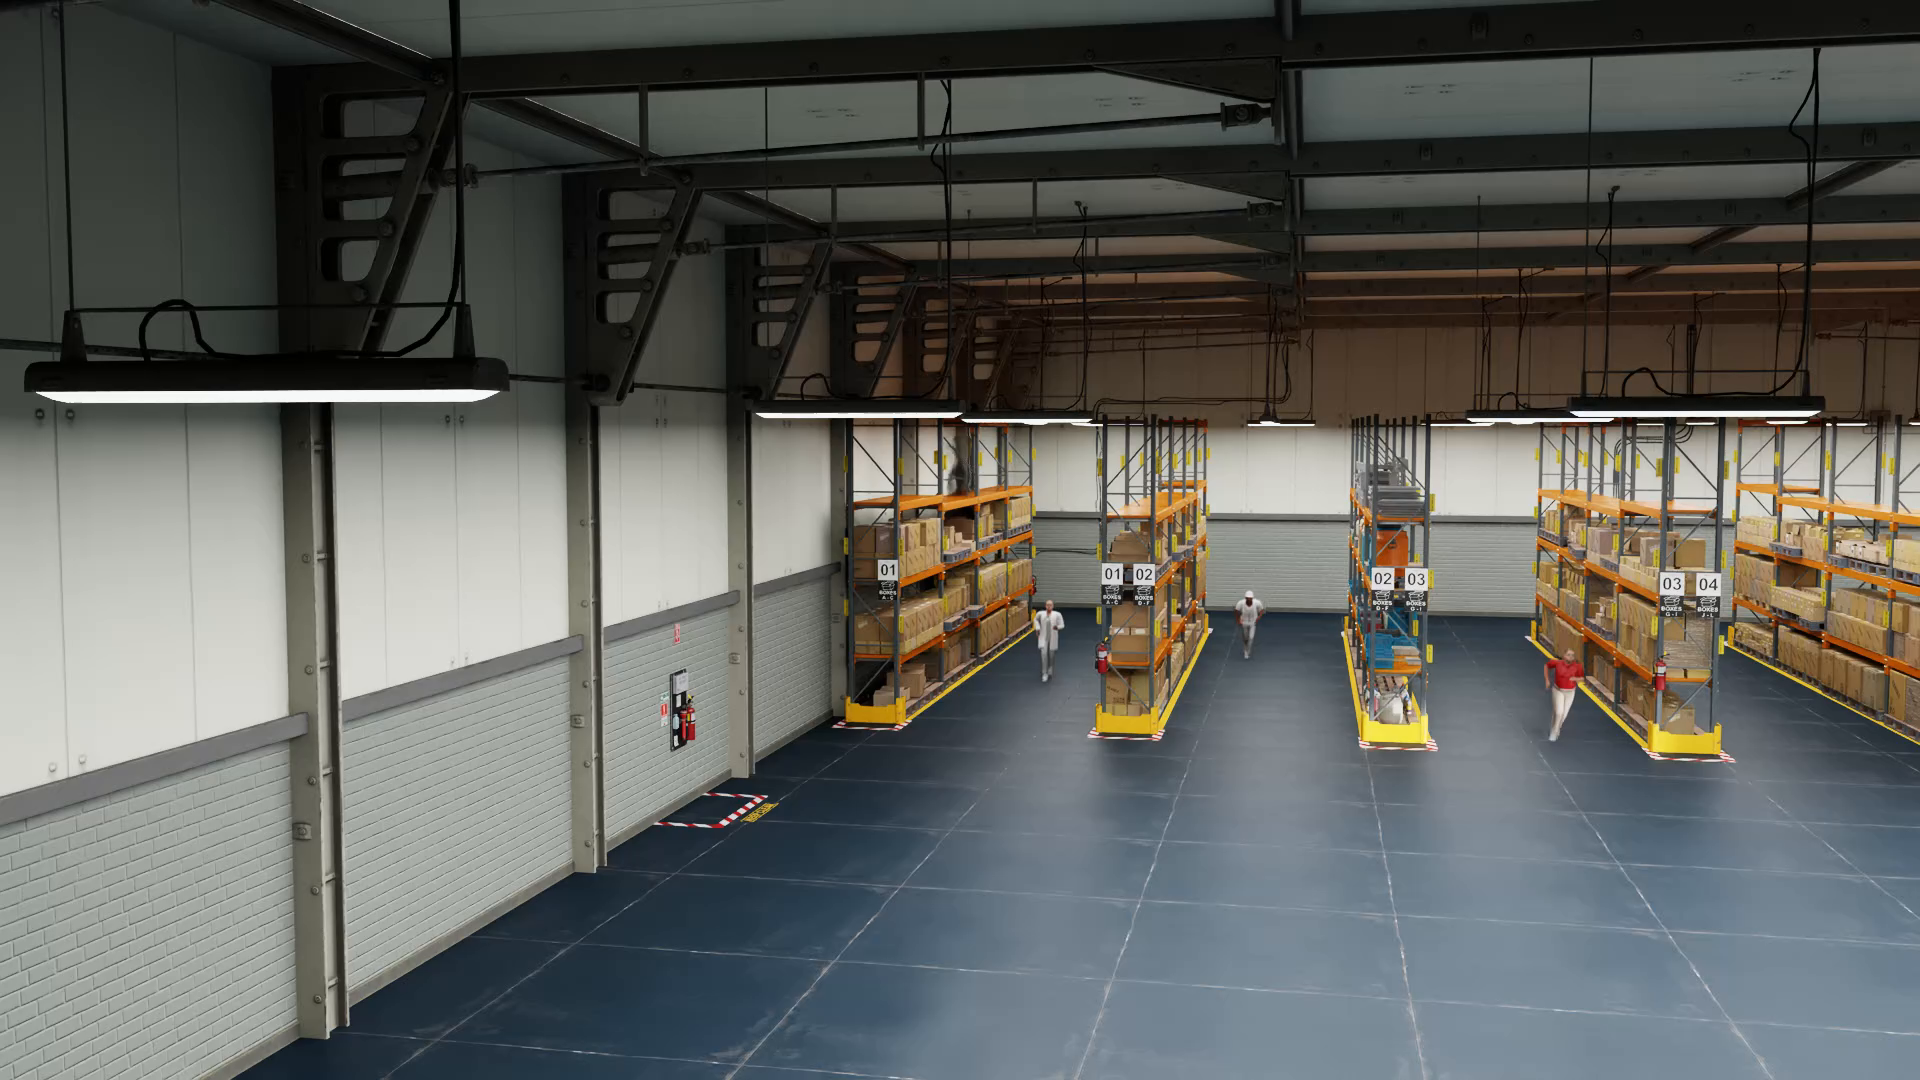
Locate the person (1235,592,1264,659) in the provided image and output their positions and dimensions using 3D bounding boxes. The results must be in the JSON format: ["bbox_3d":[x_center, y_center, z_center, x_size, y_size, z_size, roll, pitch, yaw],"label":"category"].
[{"bbox_3d":[7.266,2.118,41.804,0.701,1.701,0.920,0,4,5],"label":"person"}]

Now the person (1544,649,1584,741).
[{"bbox_3d":[11.125,2.872,30.640,0.642,1.777,0.827,0,4,4],"label":"person"}]

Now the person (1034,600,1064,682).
[{"bbox_3d":[2.037,2.282,38.128,0.703,1.802,1.046,0,4,4],"label":"person"}]
